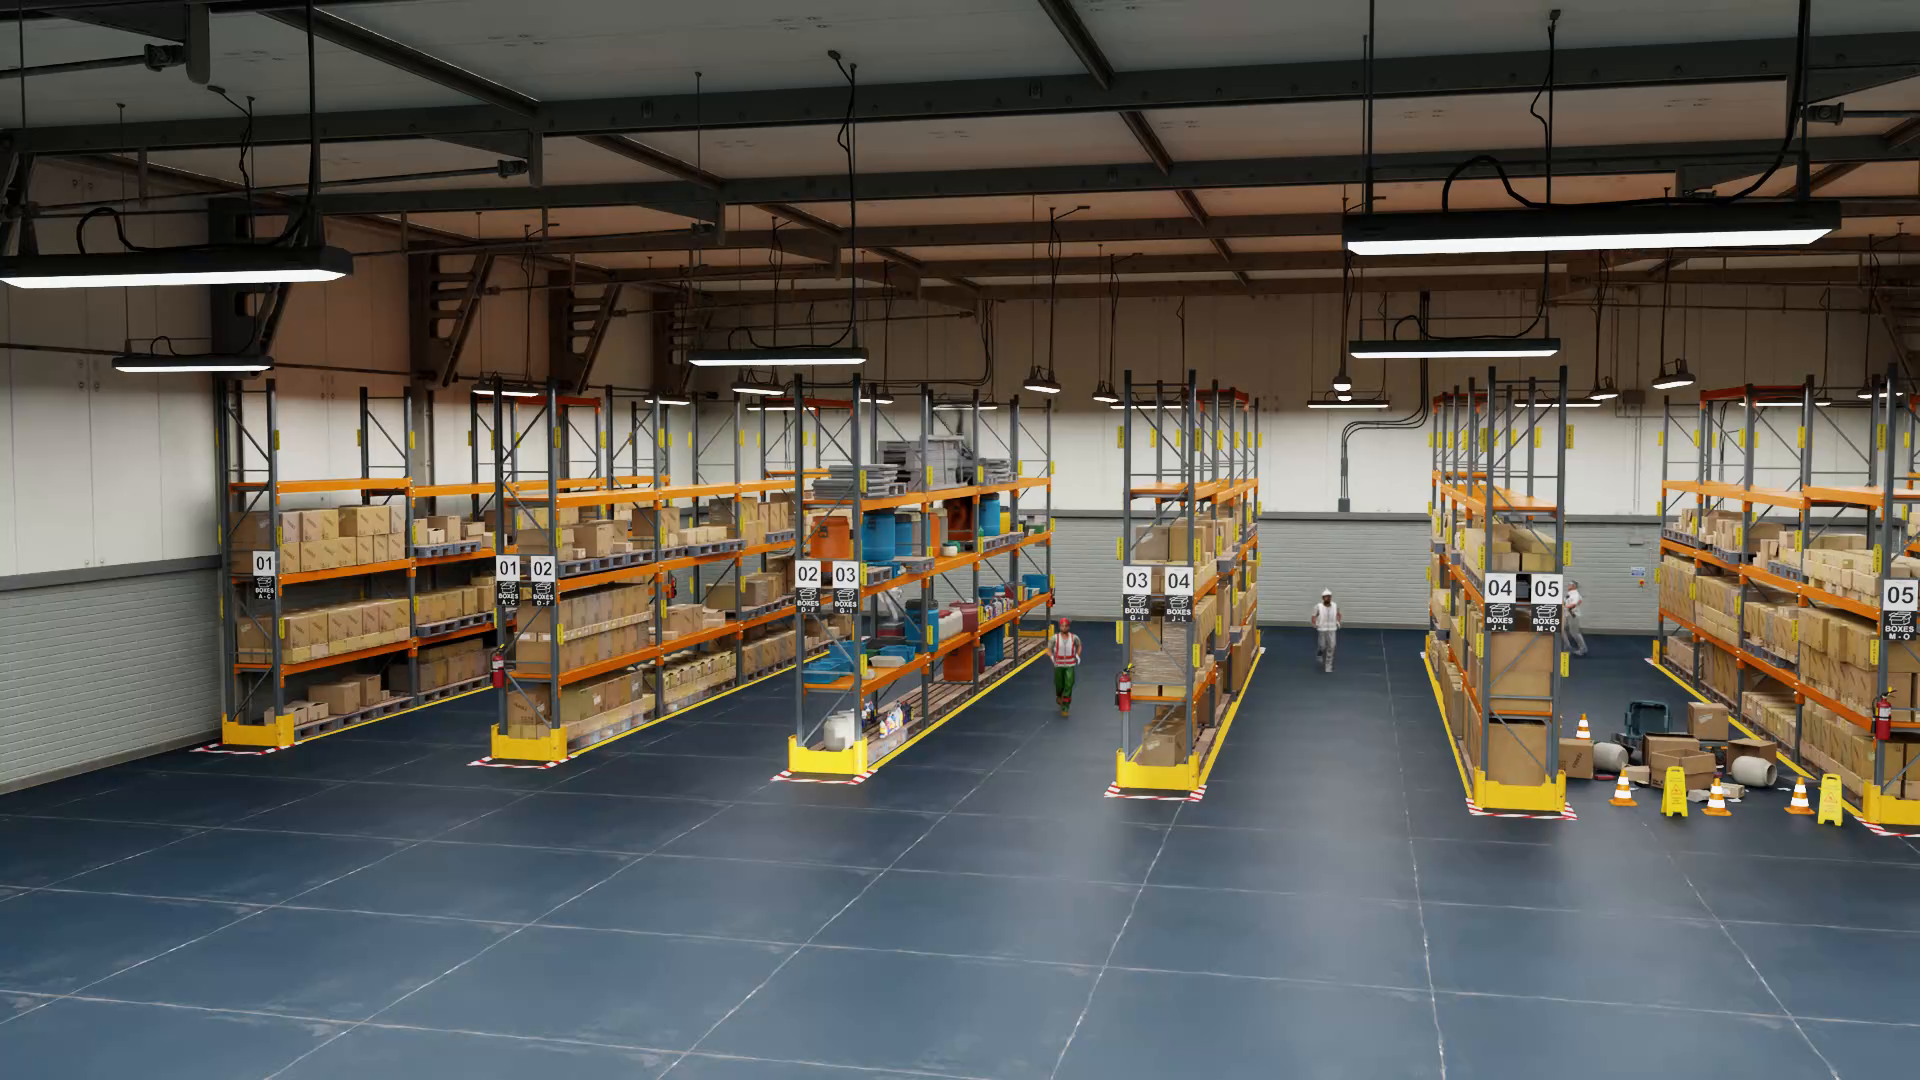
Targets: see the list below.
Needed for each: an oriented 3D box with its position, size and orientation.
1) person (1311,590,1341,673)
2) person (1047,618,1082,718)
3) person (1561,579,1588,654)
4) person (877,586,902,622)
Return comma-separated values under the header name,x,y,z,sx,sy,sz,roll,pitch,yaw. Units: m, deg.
name,x,y,z,sx,sy,sz,roll,pitch,yaw
person,7.933,1.968,36.014,0.669,1.765,0.849,0,3,0
person,1.911,2.305,30.324,0.657,1.771,0.863,0,3,-1
person,14.189,1.813,38.617,0.754,1.839,0.632,0,3,6
person,-1.719,1.636,41.921,0.636,1.701,0.869,-3,4,-40
